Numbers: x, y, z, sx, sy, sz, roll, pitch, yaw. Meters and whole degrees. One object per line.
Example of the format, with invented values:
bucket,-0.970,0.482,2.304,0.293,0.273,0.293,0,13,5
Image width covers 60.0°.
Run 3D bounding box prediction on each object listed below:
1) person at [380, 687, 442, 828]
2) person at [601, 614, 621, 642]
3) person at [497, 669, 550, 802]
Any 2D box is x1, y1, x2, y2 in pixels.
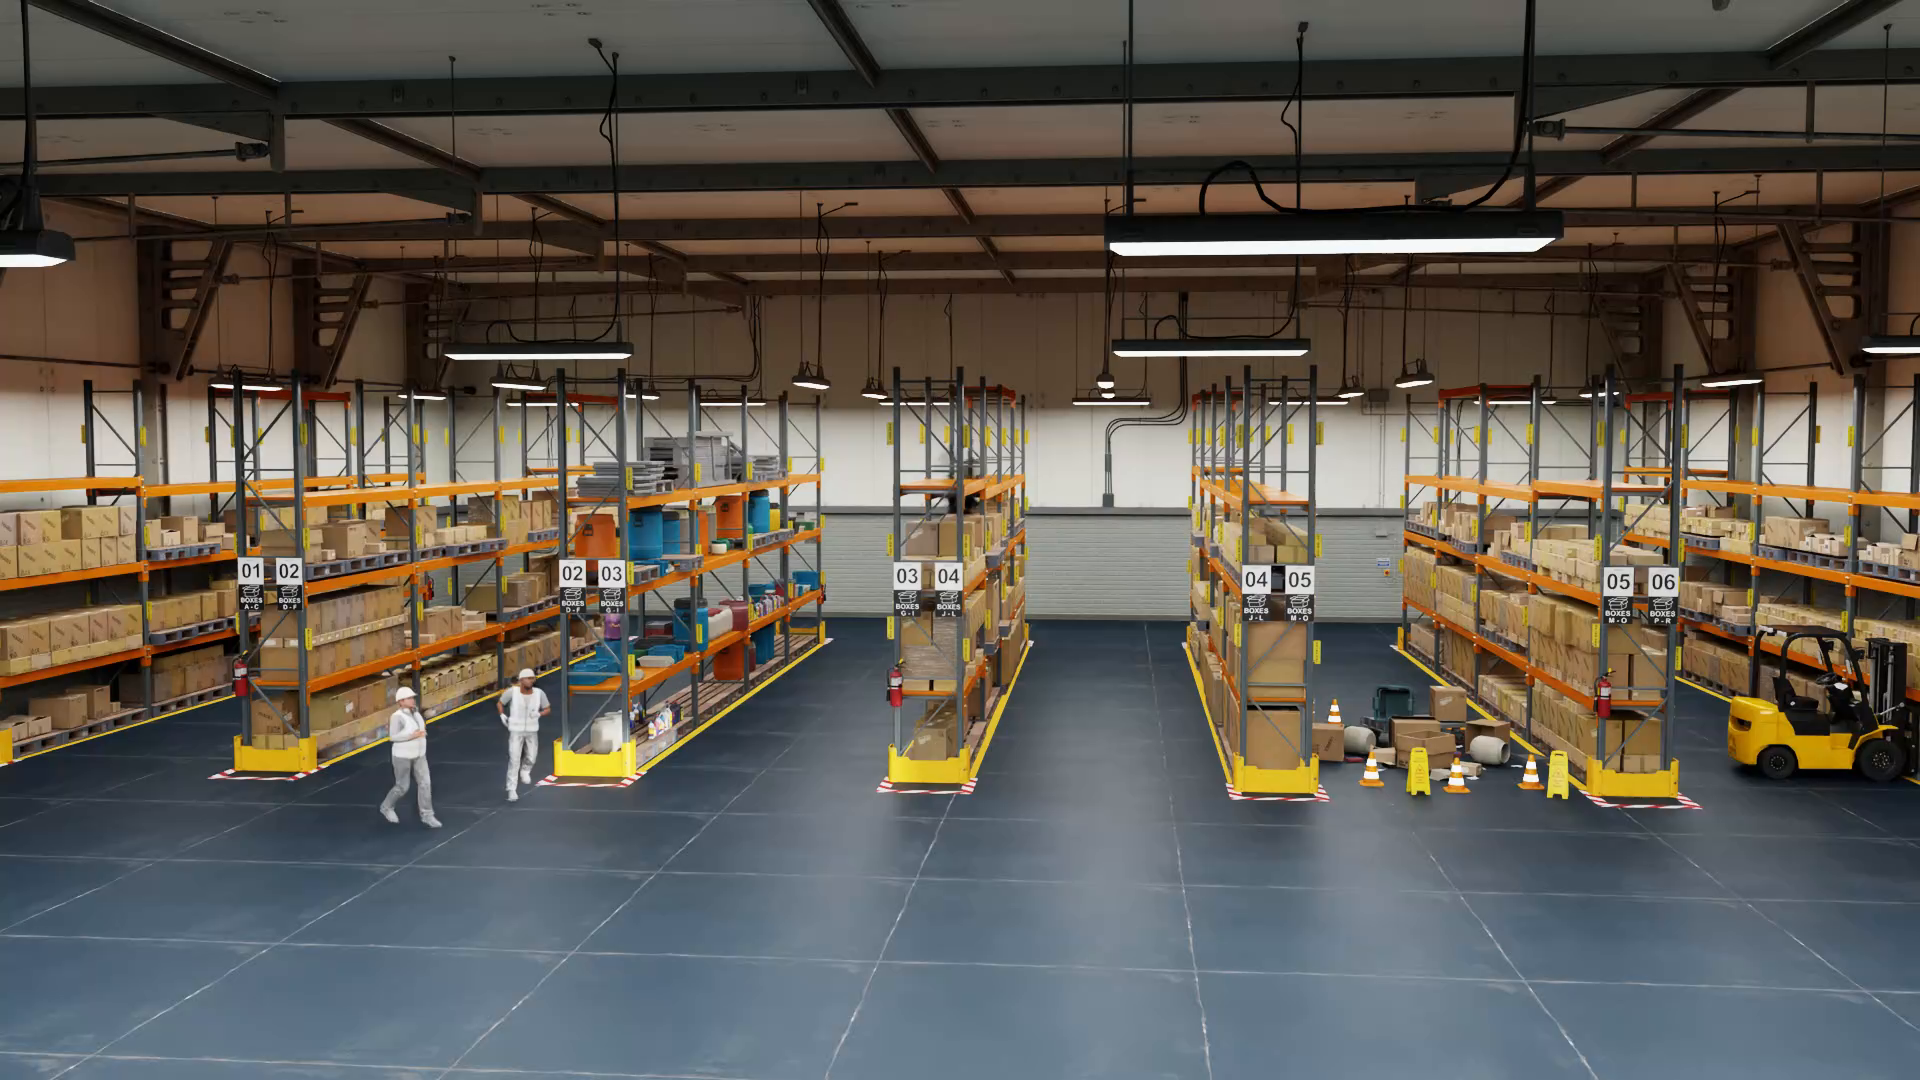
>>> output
person,-7.038,2.769,21.253,0.881,1.789,0.651,2,4,25
person,-7.199,2.042,34.463,0.531,1.591,0.883,0,4,-3
person,-6.092,2.680,23.330,0.706,1.760,0.968,-2,4,-27
